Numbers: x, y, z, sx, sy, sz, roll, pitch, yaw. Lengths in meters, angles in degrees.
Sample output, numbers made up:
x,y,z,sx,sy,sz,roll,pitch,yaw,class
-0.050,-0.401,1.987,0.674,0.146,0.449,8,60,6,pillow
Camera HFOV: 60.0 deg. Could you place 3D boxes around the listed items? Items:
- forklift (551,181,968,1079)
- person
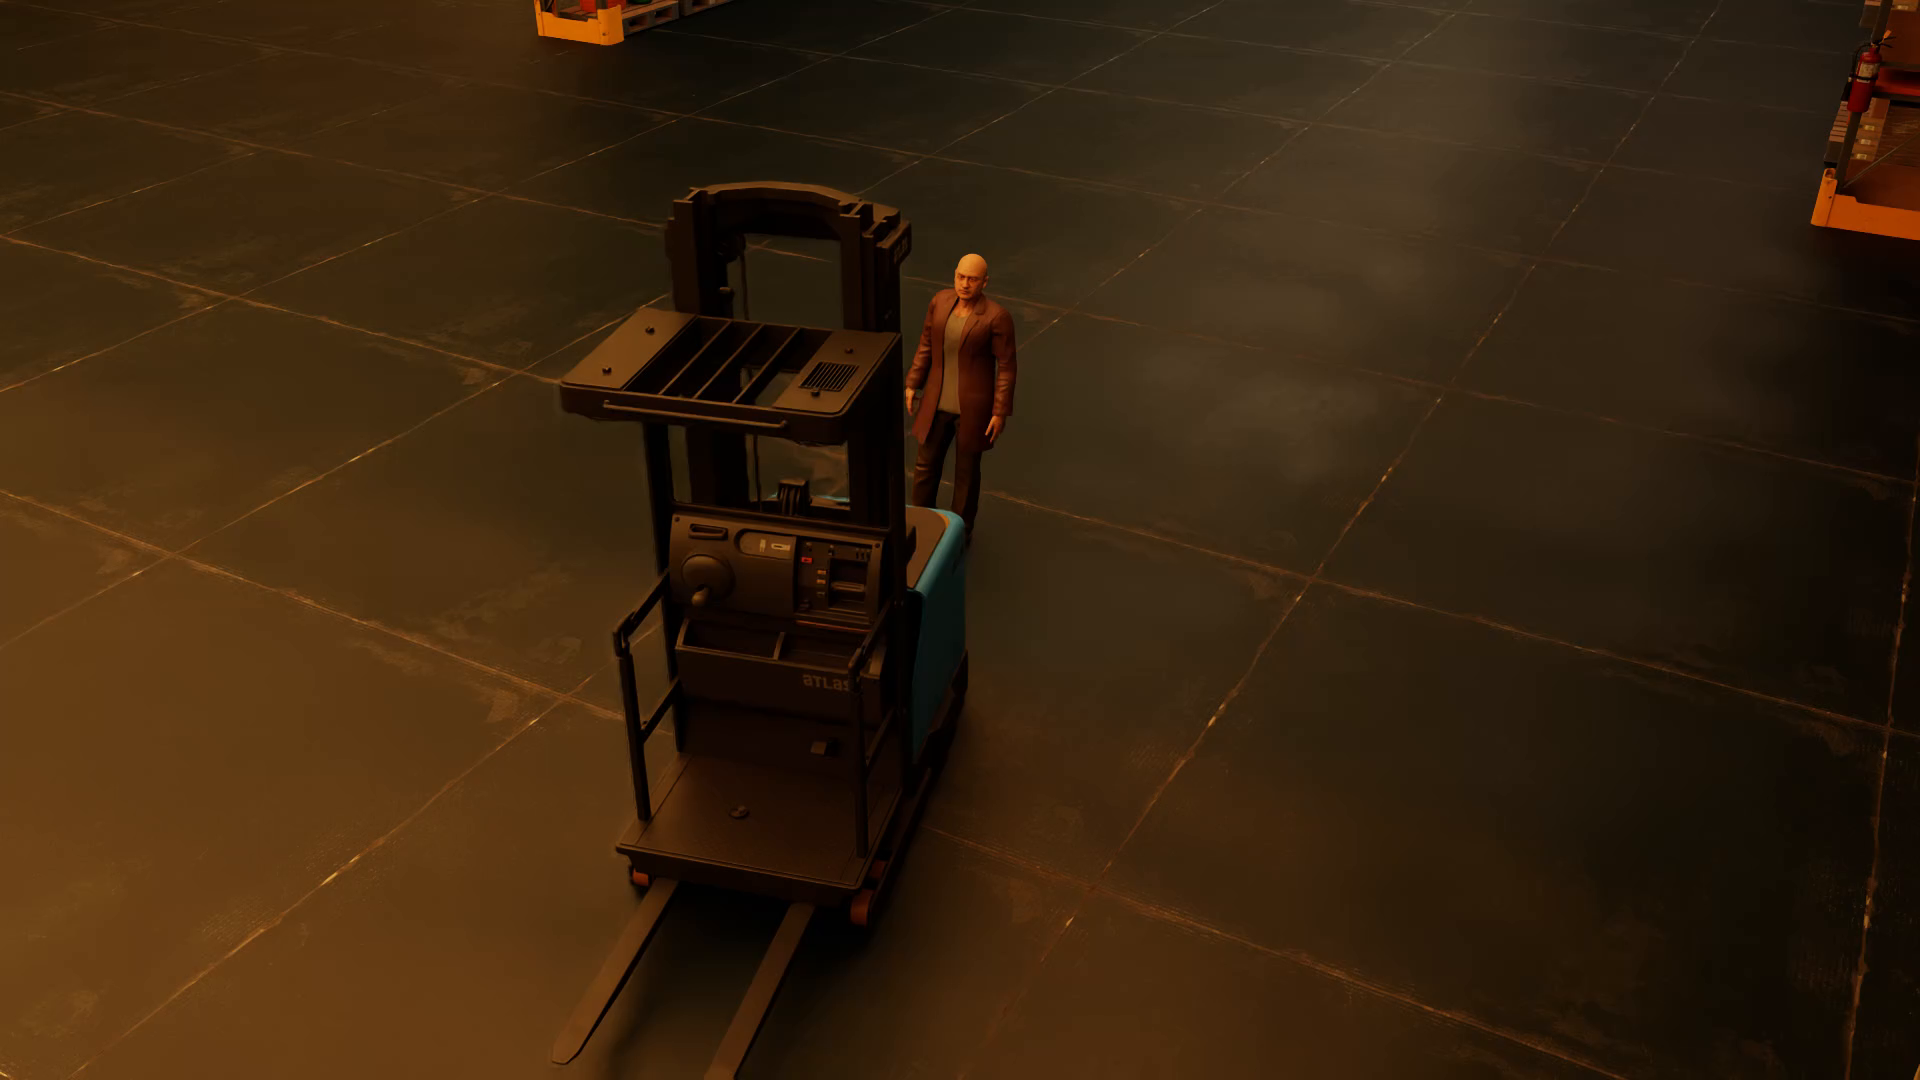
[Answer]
x,y,z,sx,sy,sz,roll,pitch,yaw,class
-0.823,0.174,6.769,1.130,2.935,3.031,7,31,12,forklift
-0.048,-0.737,9.486,0.698,1.778,0.579,15,33,25,person
